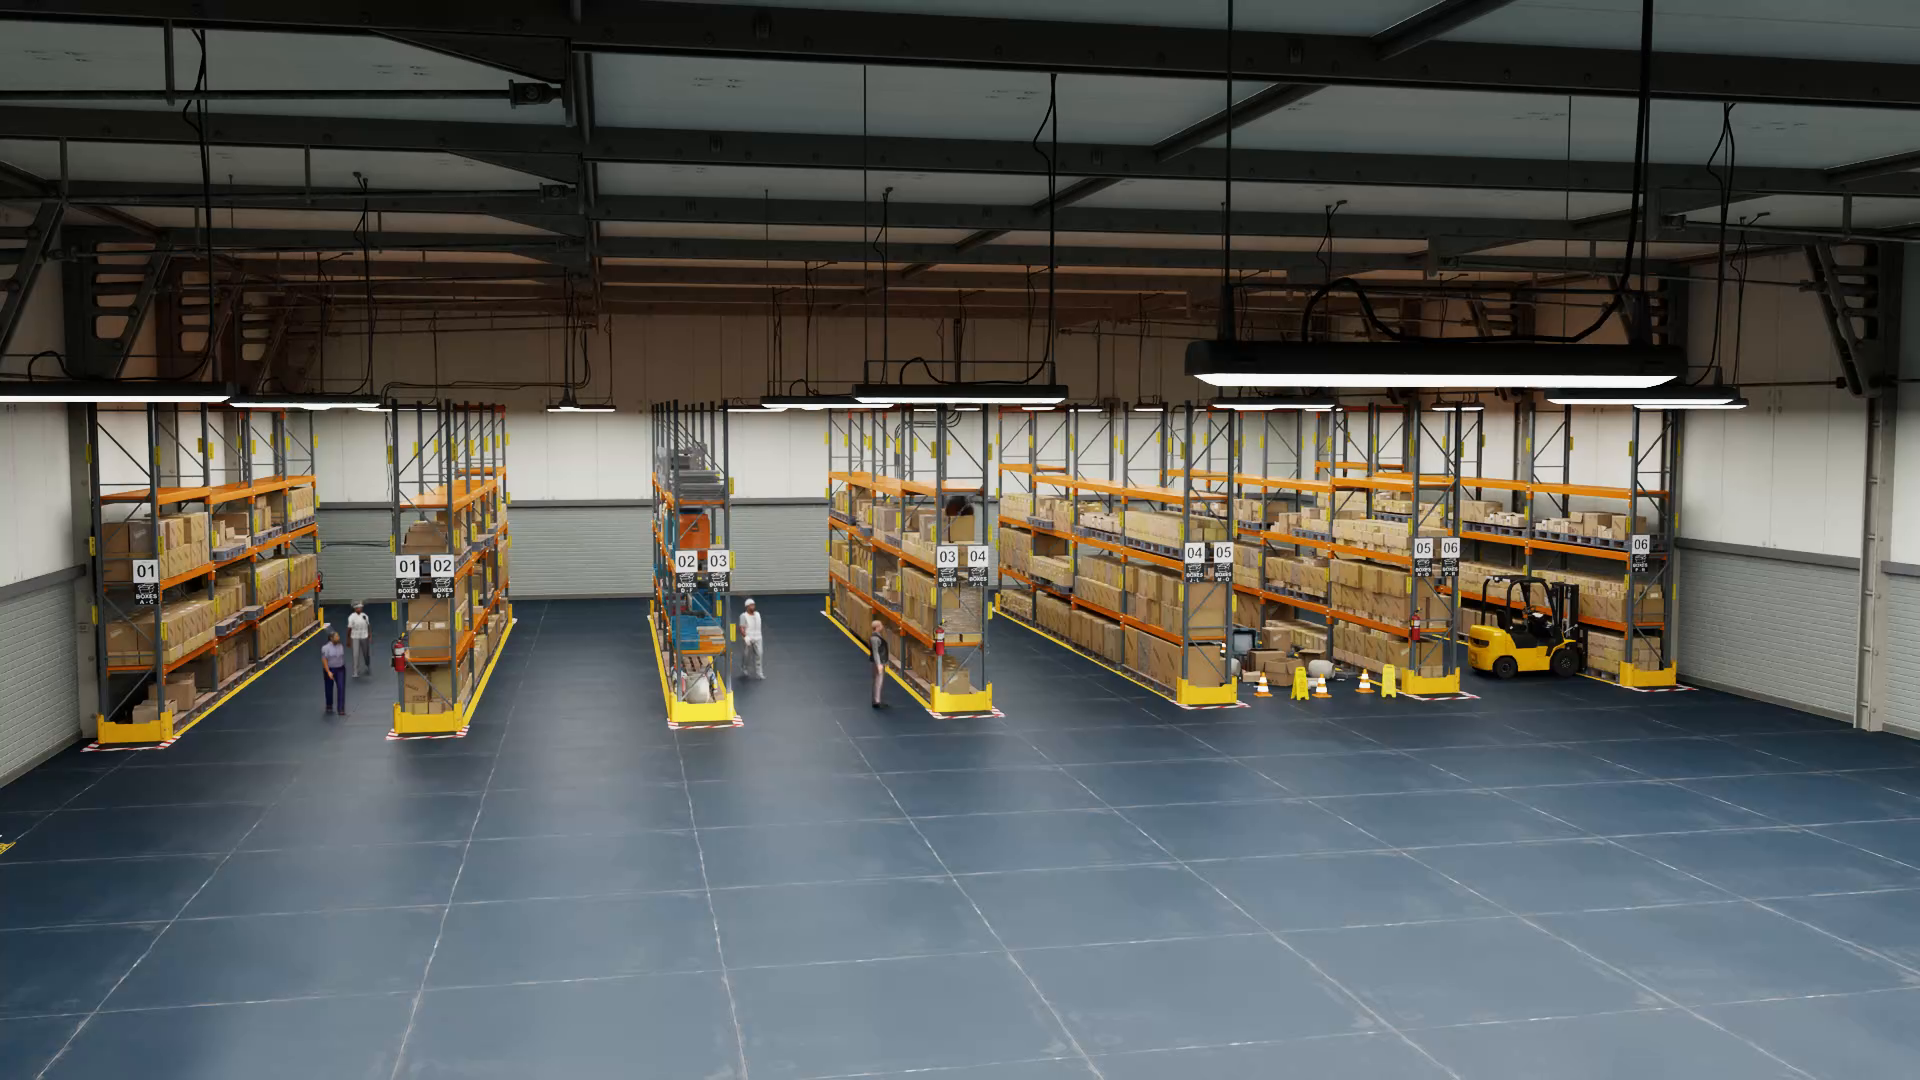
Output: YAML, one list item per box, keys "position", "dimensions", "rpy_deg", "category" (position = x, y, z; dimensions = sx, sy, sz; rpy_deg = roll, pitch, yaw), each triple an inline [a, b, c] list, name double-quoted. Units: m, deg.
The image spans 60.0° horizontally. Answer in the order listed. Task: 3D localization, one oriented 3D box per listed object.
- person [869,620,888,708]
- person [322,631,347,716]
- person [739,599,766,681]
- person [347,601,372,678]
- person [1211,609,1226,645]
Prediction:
- position: [-1.594, 2.417, 32.484]
  dimensions: [0.374, 1.721, 0.582]
  rpy_deg: [1, 4, 10]
  category: "person"
- position: [-11.945, 2.531, 31.743]
  dimensions: [0.441, 1.596, 0.940]
  rpy_deg: [-2, 5, -22]
  category: "person"
- position: [-4.491, 2.146, 35.910]
  dimensions: [0.564, 1.730, 1.069]
  rpy_deg: [-2, 5, -20]
  category: "person"
- position: [-13.165, 2.148, 36.461]
  dimensions: [0.534, 1.638, 0.931]
  rpy_deg: [-1, 4, -17]
  category: "person"
- position: [6.419, 1.766, 41.541]
  dimensions: [0.623, 1.659, 0.493]
  rpy_deg: [-1, 4, -7]
  category: "person"
